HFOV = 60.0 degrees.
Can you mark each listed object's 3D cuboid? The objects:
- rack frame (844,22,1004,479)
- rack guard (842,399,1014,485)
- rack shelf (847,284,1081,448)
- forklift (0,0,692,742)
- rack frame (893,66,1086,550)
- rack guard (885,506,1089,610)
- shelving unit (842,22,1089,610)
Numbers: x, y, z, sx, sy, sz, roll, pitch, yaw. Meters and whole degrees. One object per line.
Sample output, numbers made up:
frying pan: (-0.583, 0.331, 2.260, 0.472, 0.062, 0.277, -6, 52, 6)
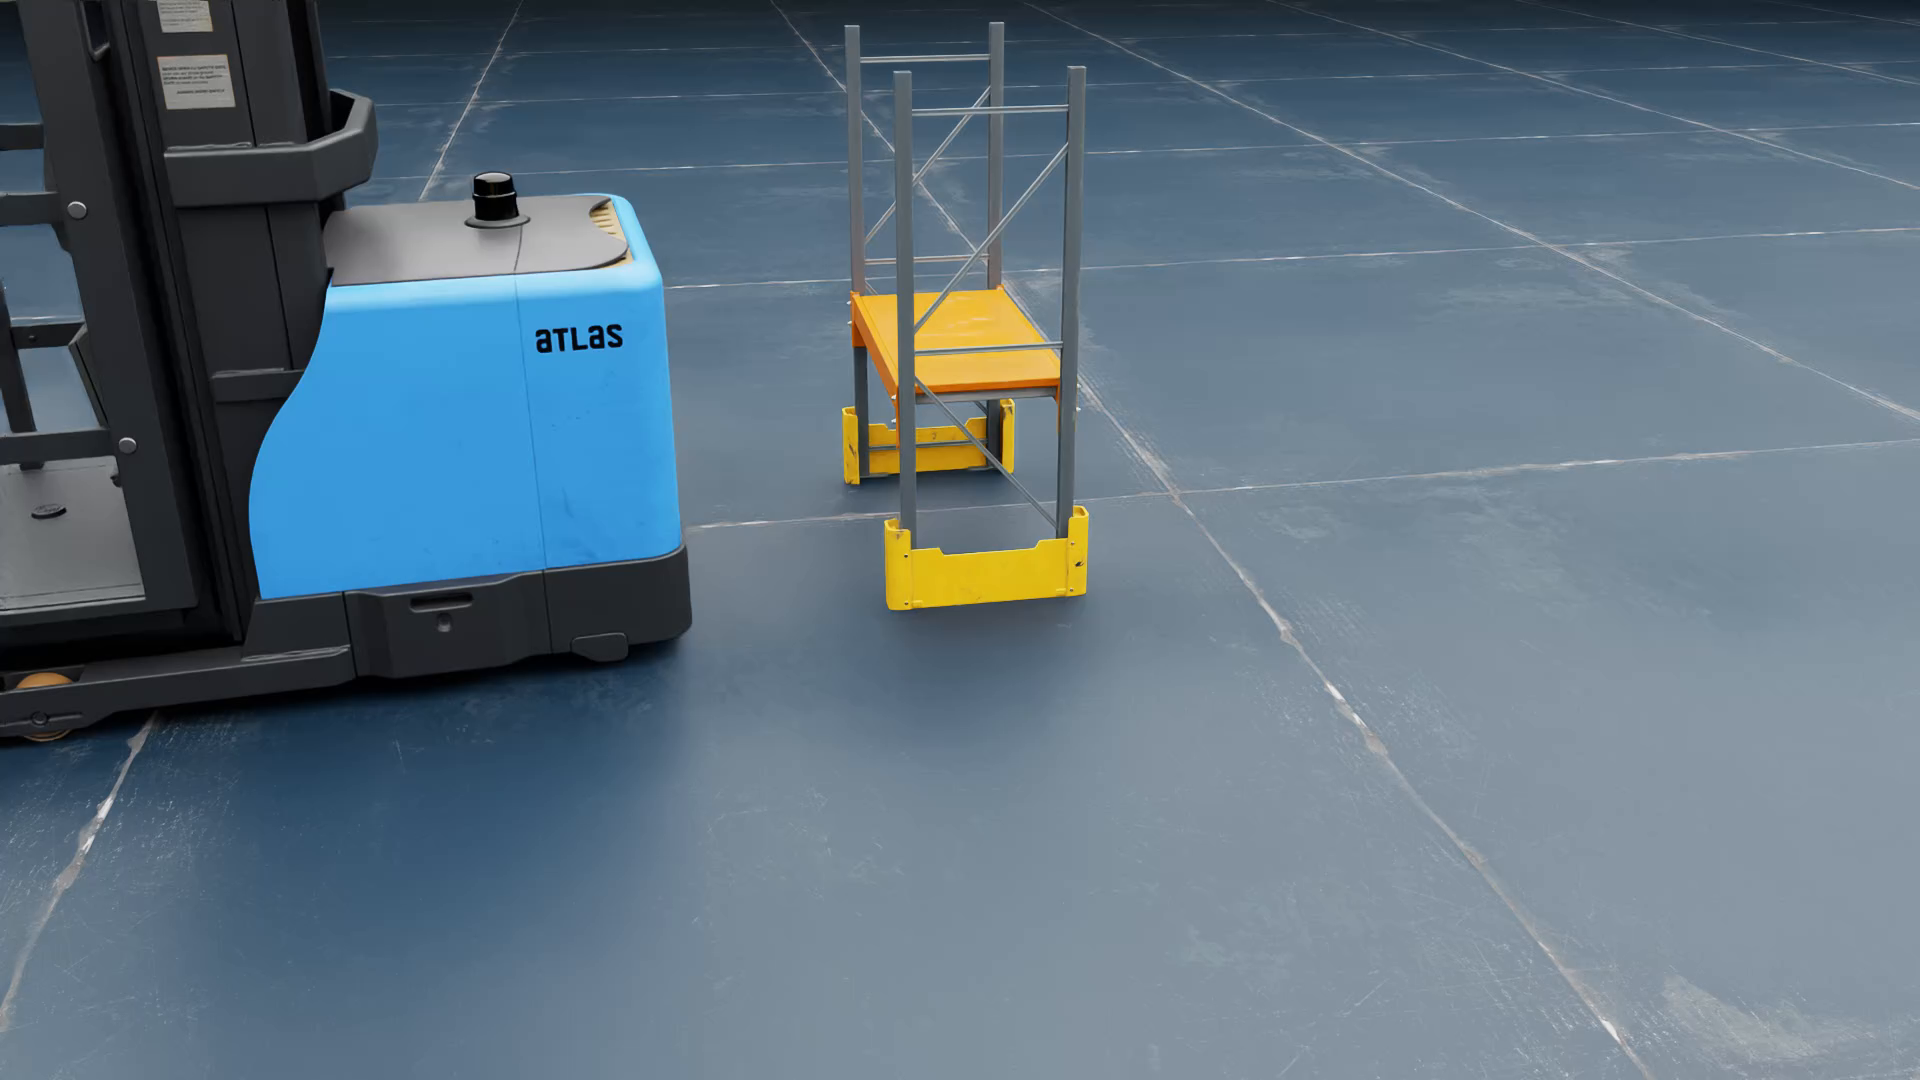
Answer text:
rack frame: (-0.110, -0.921, 5.484, 0.500, 1.500, 0.032, -4, 24, -10)
rack guard: (-0.106, -0.340, 5.717, 0.587, 0.250, 0.087, -4, 24, -10)
rack shelf: (-0.016, -0.556, 5.099, 0.538, 0.185, 1.000, -4, 24, -10)
forklift: (-2.308, -1.060, 4.014, 3.031, 2.935, 1.130, -6, 24, -14)
rack frame: (0.078, -0.521, 4.569, 0.500, 1.500, 0.032, -4, 24, -10)
rack guard: (0.078, 0.051, 4.820, 0.587, 0.250, 0.087, -4, 24, -10)
shelving unit: (-0.014, -0.717, 5.018, 0.587, 1.500, 1.083, -4, 24, -10)
